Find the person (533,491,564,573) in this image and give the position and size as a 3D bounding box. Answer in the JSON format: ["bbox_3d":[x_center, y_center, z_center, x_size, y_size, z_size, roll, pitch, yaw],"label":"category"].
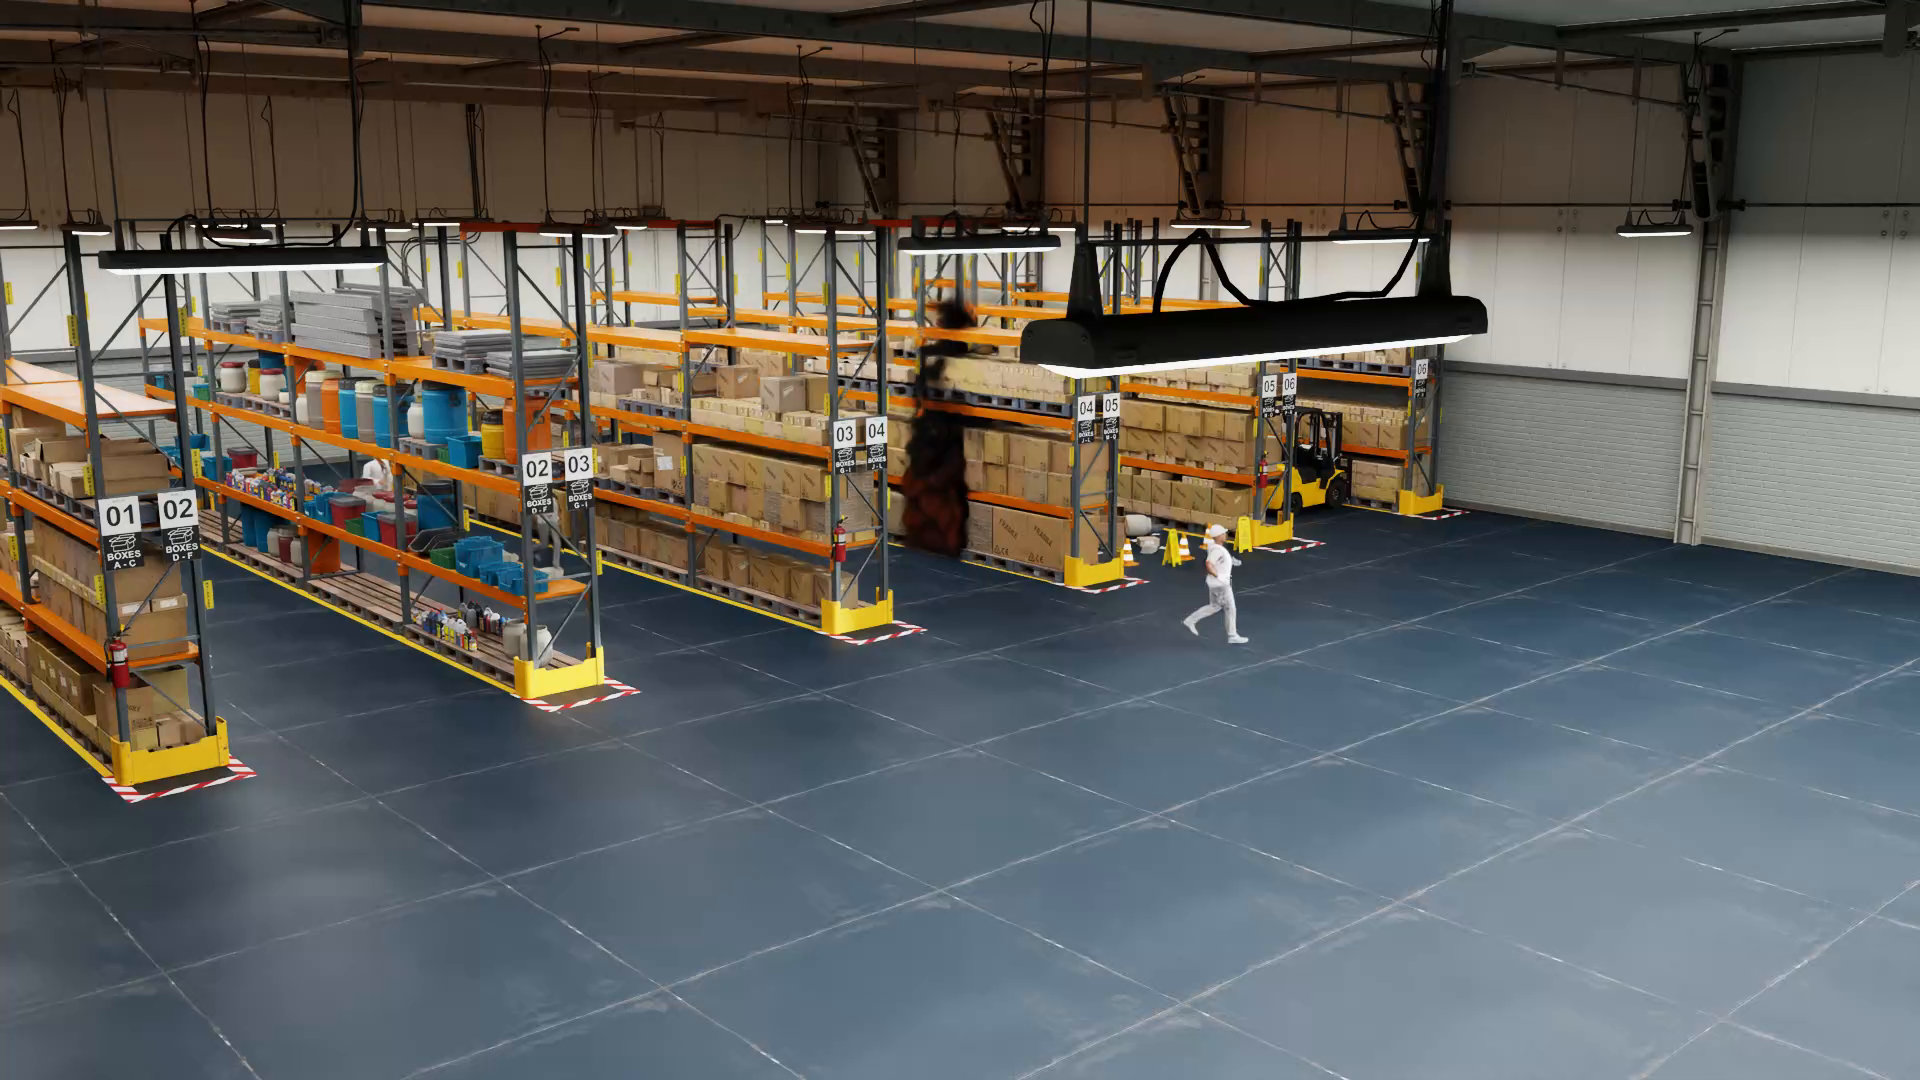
[{"bbox_3d":[-7.242,-0.295,29.146,0.859,1.696,0.579,11,16,43],"label":"person"}]

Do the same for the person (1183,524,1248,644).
[{"bbox_3d":[3.745,0.640,24.190,0.955,1.764,0.696,0,11,-2],"label":"person"}]

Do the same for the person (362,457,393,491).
[{"bbox_3d":[-11.031,-0.858,31.643,0.912,1.839,0.734,10,15,41],"label":"person"}]
